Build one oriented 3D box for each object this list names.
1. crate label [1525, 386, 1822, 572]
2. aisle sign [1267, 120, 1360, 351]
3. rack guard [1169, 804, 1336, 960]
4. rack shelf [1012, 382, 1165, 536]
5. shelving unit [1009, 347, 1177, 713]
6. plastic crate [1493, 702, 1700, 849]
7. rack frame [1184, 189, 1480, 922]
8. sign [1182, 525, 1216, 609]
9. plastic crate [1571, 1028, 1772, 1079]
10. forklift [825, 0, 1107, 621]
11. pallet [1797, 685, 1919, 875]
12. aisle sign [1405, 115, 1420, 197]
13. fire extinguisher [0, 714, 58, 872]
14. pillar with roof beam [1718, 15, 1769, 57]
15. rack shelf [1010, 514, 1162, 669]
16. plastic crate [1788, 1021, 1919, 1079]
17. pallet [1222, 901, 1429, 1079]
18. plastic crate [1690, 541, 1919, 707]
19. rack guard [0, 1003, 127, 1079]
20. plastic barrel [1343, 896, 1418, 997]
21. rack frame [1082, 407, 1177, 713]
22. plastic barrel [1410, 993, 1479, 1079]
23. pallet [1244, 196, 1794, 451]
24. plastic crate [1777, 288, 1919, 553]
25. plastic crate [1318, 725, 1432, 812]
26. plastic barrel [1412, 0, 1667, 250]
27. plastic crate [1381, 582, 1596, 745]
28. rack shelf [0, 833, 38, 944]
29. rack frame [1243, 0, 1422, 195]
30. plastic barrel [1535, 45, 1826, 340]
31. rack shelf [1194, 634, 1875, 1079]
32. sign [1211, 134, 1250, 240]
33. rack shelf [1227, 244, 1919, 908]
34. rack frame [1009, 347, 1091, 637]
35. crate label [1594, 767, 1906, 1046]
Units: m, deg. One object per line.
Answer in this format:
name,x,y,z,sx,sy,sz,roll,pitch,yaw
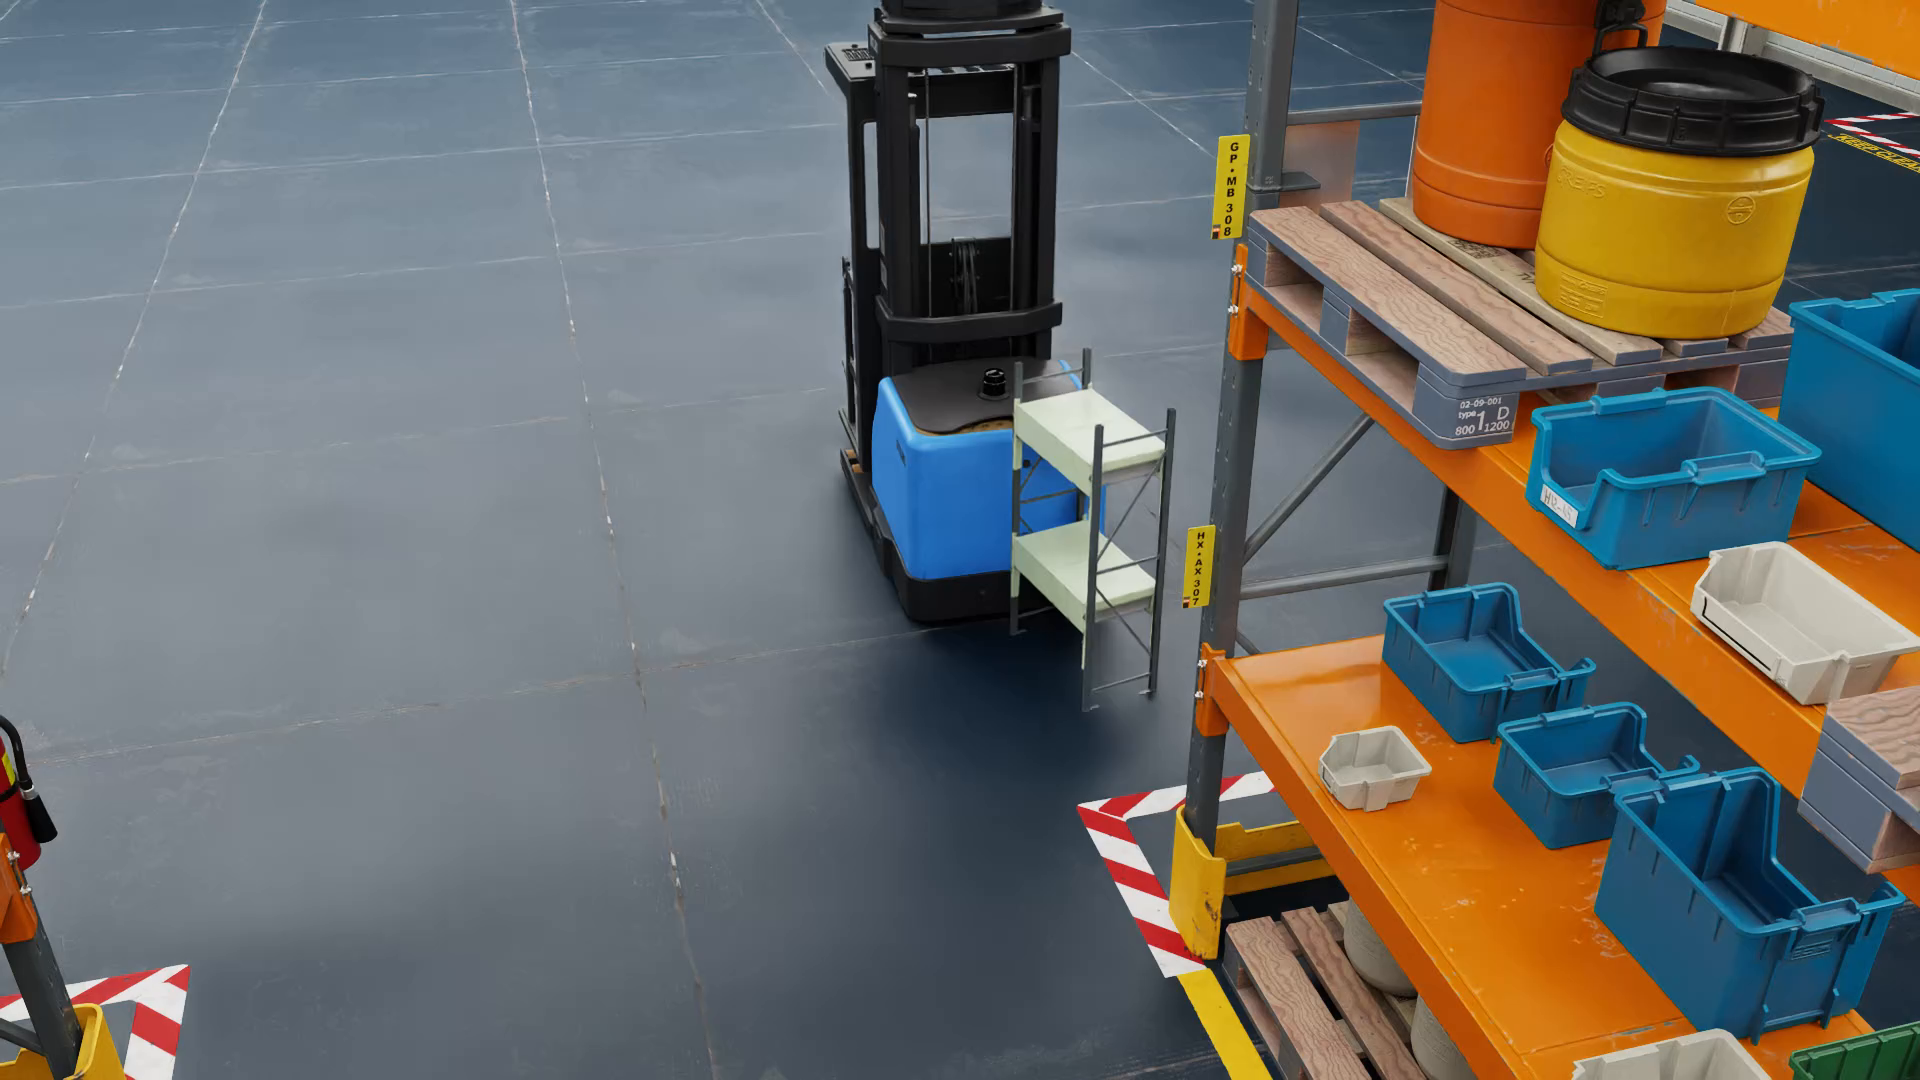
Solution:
crate label,1.544,-0.142,3.654,0.502,0.251,0.408,-8,31,-13
aisle sign,1.065,-0.977,5.348,0.394,0.787,0.004,-8,31,-13
rack guard,1.432,1.257,6.580,1.175,0.500,0.348,-8,31,-13
rack shelf,0.597,-0.384,7.637,0.431,0.370,0.720,-14,33,-23
shelving unit,0.597,-0.046,7.832,0.431,1.500,0.755,-14,33,-23
plastic crate,1.954,0.725,5.151,0.499,0.251,0.408,-8,31,-13
rack frame,1.366,0.144,6.006,1.000,3.000,0.127,-8,31,-13
sign,0.835,0.096,5.814,0.100,0.325,0.005,-8,31,-13
plastic crate,1.753,1.440,4.031,0.530,0.136,0.437,-8,31,-13
forklift,-0.088,-1.583,9.058,1.130,2.935,3.031,-7,31,-12
pallet,2.142,0.524,2.544,1.213,0.211,1.003,-8,31,-13
aisle sign,1.633,-1.055,5.483,0.394,0.787,0.004,-8,31,-13
fire extinguisher,-2.995,0.720,5.089,0.296,0.674,0.183,-8,31,-13
pillar with roof beam,4.602,-8.770,15.418,9.100,9.000,0.400,-8,31,-13
rack shelf,0.597,0.236,7.995,0.431,0.370,0.720,-14,33,-23
plastic crate,2.340,1.475,3.919,0.450,0.188,0.662,-8,31,-13
pallet,1.642,1.775,5.973,1.003,0.211,1.213,-8,31,-13
plastic crate,1.612,0.171,3.230,0.243,0.136,0.396,-8,31,-13
rack guard,-3.389,1.921,5.431,1.175,0.500,0.348,-8,31,-13
plastic barrel,1.614,1.347,5.993,0.421,0.512,0.421,0,30,0
rack frame,0.759,0.118,7.548,0.400,1.500,0.023,-14,33,-23
plastic barrel,1.748,1.589,5.574,0.421,0.512,0.421,0,30,0
pallet,1.491,-0.660,4.589,1.003,0.211,1.213,-8,31,-13
plastic crate,2.163,-0.266,3.737,0.392,0.384,0.575,-8,31,-13
plastic crate,1.293,0.733,5.252,0.298,0.136,0.250,-8,31,-13
plastic barrel,1.618,-1.304,4.666,0.600,0.830,0.708,-8,31,-13
plastic crate,1.787,0.411,5.695,0.499,0.251,0.616,-8,31,-13
rack shelf,-2.878,2.080,3.380,1.077,0.370,4.000,-8,31,-13
rack frame,1.366,-2.452,4.503,1.000,3.000,0.127,-8,31,-13
plastic barrel,1.791,-0.883,4.180,0.600,0.588,0.600,0,30,0
rack shelf,1.897,1.422,4.518,1.077,0.370,4.000,-8,31,-13
sign,0.835,-1.087,5.130,0.100,0.325,0.005,-8,31,-13
rack shelf,1.897,0.123,3.766,1.077,0.370,4.000,-8,31,-13
rack frame,0.434,-0.210,8.116,0.400,1.500,0.023,-14,33,-23
crate label,2.115,0.982,4.524,0.502,0.435,0.616,-8,31,-13
